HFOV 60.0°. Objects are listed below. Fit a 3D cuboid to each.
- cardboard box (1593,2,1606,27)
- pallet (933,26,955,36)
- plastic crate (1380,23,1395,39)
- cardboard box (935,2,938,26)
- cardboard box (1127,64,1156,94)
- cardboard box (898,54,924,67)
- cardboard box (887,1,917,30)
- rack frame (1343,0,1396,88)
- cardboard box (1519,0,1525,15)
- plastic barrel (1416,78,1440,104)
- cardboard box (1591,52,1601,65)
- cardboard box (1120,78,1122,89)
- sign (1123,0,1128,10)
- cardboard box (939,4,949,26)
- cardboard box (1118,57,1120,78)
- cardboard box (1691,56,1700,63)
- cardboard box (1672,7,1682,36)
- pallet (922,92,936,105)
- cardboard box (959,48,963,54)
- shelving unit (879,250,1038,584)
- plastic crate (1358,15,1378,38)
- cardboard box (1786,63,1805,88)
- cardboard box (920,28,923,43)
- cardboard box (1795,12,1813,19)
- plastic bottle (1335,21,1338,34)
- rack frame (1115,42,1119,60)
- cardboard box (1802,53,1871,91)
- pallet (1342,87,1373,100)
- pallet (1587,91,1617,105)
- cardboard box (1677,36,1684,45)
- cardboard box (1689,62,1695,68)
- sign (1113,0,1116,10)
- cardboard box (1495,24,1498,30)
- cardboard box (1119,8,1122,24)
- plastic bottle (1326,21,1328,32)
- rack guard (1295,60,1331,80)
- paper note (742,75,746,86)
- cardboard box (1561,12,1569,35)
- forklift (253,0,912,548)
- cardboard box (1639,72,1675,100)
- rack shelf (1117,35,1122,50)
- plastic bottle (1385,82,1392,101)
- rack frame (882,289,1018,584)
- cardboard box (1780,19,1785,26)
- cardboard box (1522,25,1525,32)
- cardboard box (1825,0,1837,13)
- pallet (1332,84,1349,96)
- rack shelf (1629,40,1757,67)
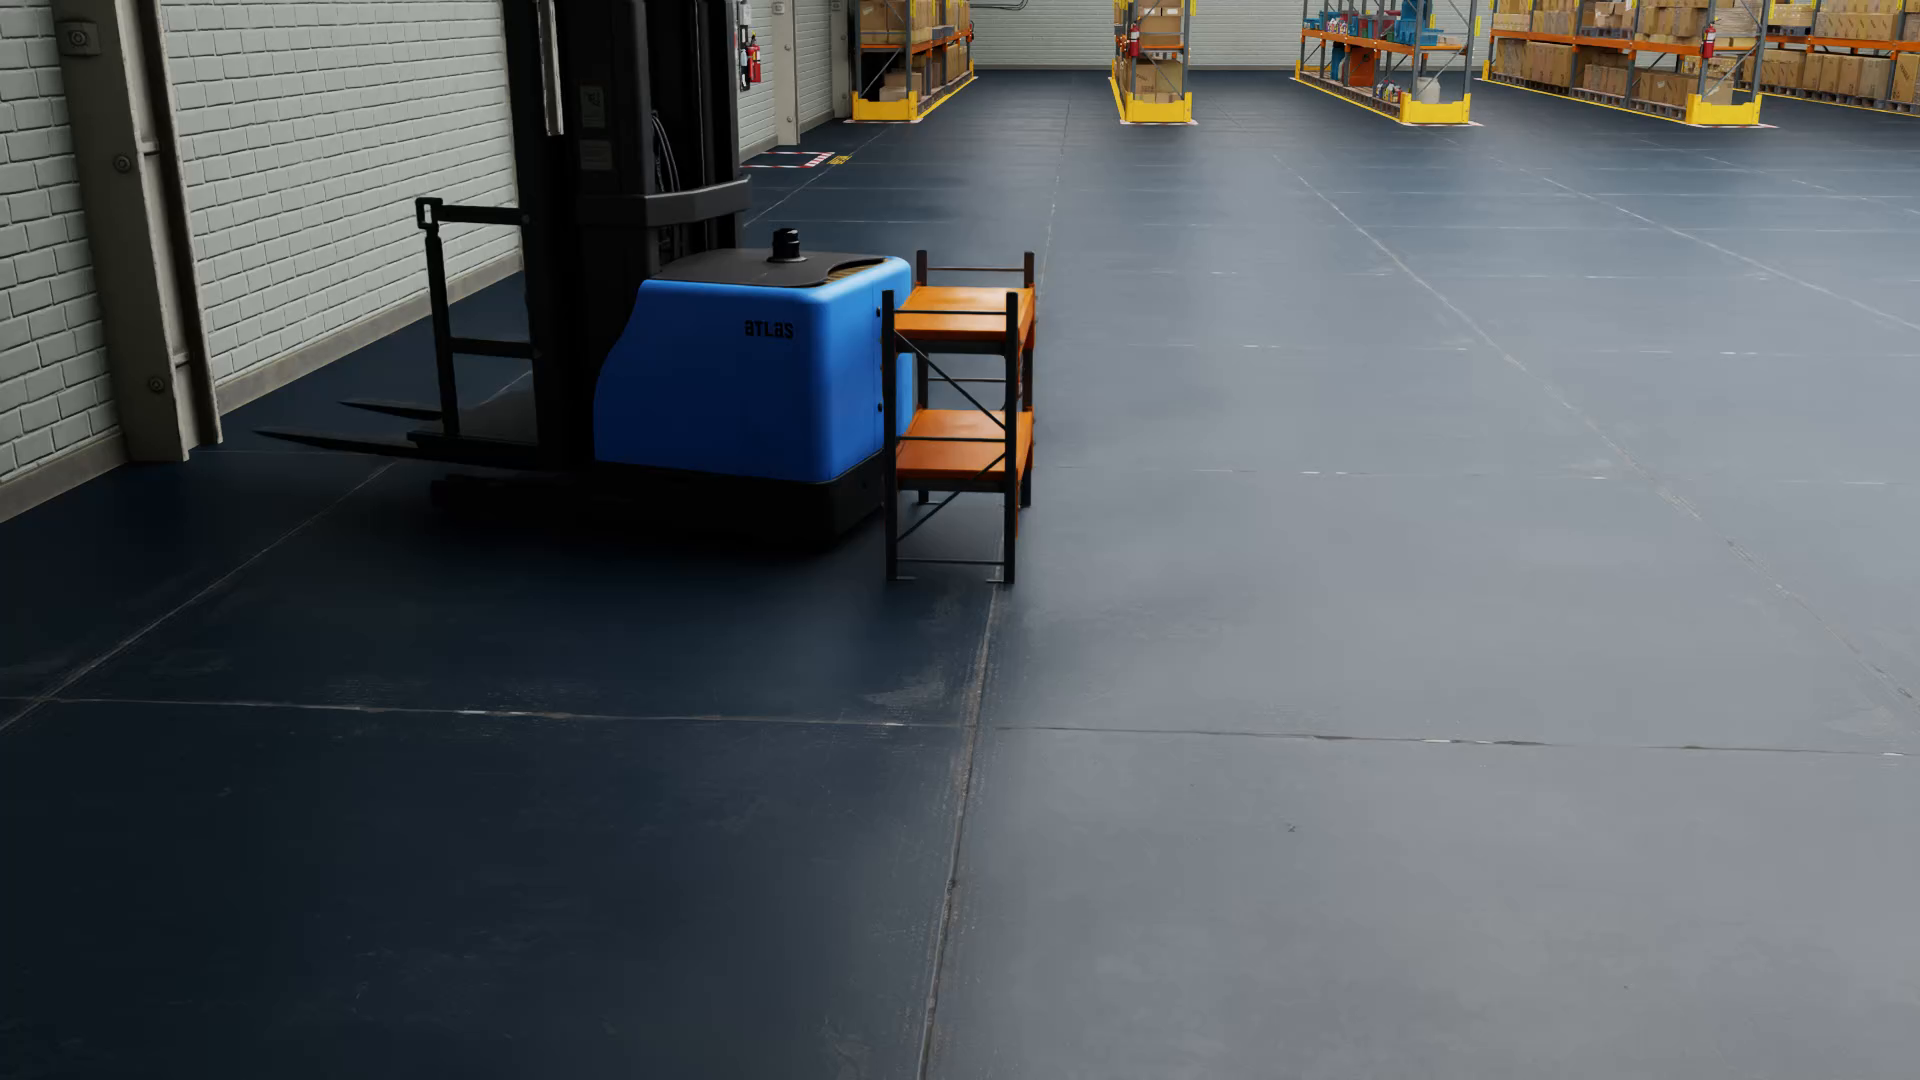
[{"bbox_3d":[14.015,-11.320,35.819,0.500,0.500,0.500,-1,18,-3],"label":"cardboard box"},{"bbox_3d":[-0.753,-11.259,36.774,1.213,0.211,1.003,1,18,4],"label":"pallet"},{"bbox_3d":[8.622,-9.921,32.483,0.767,0.338,0.504,1,18,4],"label":"plastic crate"},{"bbox_3d":[-0.845,-11.510,36.365,0.700,0.500,0.500,0,18,-1],"label":"cardboard box"},{"bbox_3d":[3.301,-8.402,30.285,0.500,0.500,0.500,1,18,4],"label":"cardboard box"},{"bbox_3d":[-1.030,-10.075,34.956,0.500,0.250,0.500,1,18,3],"label":"cardboard box"},{"bbox_3d":[-1.048,-9.525,30.180,0.500,0.500,0.500,1,18,4],"label":"cardboard box"},{"bbox_3d":[9.074,-11.353,36.752,1.000,3.000,0.127,1,18,4],"label":"rack frame"},{"bbox_3d":[14.107,-13.215,40.995,0.500,0.500,0.500,1,18,4],"label":"cardboard box"},{"bbox_3d":[8.471,-8.091,30.120,0.421,0.512,0.421,0,18,0],"label":"plastic barrel"},{"bbox_3d":[13.996,-10.411,35.981,0.500,0.250,0.500,2,18,6],"label":"cardboard box"},{"bbox_3d":[3.736,-9.883,36.010,0.500,0.250,0.500,1,18,2],"label":"cardboard box"},{"bbox_3d":[3.305,-10.744,33.161,0.100,0.325,0.005,1,18,4],"label":"sign"},{"bbox_3d":[-0.518,-11.917,37.805,0.500,0.500,0.500,2,18,6],"label":"cardboard box"},{"bbox_3d":[4.142,-11.583,40.763,0.500,0.500,0.500,0,18,1],"label":"cardboard box"},{"bbox_3d":[19.105,-12.393,42.876,0.380,0.149,0.250,1,18,4],"label":"cardboard box"},{"bbox_3d":[13.502,-9.429,30.242,0.875,0.500,0.500,1,18,4],"label":"cardboard box"},{"bbox_3d":[-1.040,-9.248,34.808,1.003,0.211,1.213,1,18,4],"label":"pallet"},{"bbox_3d":[-0.122,-12.630,42.950,0.380,0.149,0.250,1,18,2],"label":"cardboard box"},{"bbox_3d":[0.014,-0.534,6.747,0.538,1.125,1.048,2,18,5],"label":"shelving unit"},{"bbox_3d":[8.652,-10.888,35.231,0.402,0.464,0.583,1,18,4],"label":"plastic crate"},{"bbox_3d":[18.740,-10.322,36.946,0.500,0.500,0.500,1,18,4],"label":"cardboard box"},{"bbox_3d":[-0.964,-9.491,31.281,0.500,0.250,0.500,1,18,3],"label":"cardboard box"},{"bbox_3d":[18.535,-11.485,36.407,0.380,0.149,0.250,2,18,5],"label":"cardboard box"},{"bbox_3d":[8.821,-11.973,38.853,0.097,0.271,0.097,0,18,0],"label":"plastic bottle"},{"bbox_3d":[4.707,-13.949,44.676,1.000,3.000,0.127,1,18,4],"label":"rack frame"},{"bbox_3d":[18.820,-10.043,35.695,1.050,0.750,0.750,1,18,3],"label":"cardboard box"},{"bbox_3d":[8.979,-9.788,36.454,1.003,0.211,1.213,1,18,4],"label":"pallet"},{"bbox_3d":[13.866,-9.296,34.955,1.003,0.211,1.213,1,18,4],"label":"pallet"},{"bbox_3d":[13.328,-9.120,30.341,0.380,0.149,0.250,1,18,4],"label":"cardboard box"},{"bbox_3d":[19.158,-12.330,43.161,0.380,0.149,0.250,1,18,4],"label":"cardboard box"},{"bbox_3d":[4.165,-14.372,44.578,0.100,0.325,0.005,1,18,4],"label":"sign"},{"bbox_3d":[14.216,-13.425,43.479,0.380,0.149,0.250,1,18,3],"label":"cardboard box"},{"bbox_3d":[4.177,-12.597,39.713,0.700,0.500,0.500,4,19,13],"label":"cardboard box"},{"bbox_3d":[8.908,-12.435,40.243,0.061,0.283,0.133,1,18,4],"label":"plastic bottle"},{"bbox_3d":[9.636,-12.657,44.747,1.175,0.500,0.348,1,18,4],"label":"rack guard"},{"bbox_3d":[-2.921,-6.224,22.514,0.016,0.148,0.142,1,18,4],"label":"paper note"},{"bbox_3d":[13.844,-11.603,37.356,0.500,0.500,0.500,1,18,3],"label":"cardboard box"},{"bbox_3d":[-1.771,-1.626,7.179,3.031,2.935,1.130,7,19,19],"label":"forklift"},{"bbox_3d":[13.658,-8.888,32.571,0.500,0.500,0.500,1,18,2],"label":"cardboard box"},{"bbox_3d":[4.277,-11.744,39.101,1.077,0.370,4.000,1,18,4],"label":"rack shelf"},{"bbox_3d":[8.271,-8.628,31.986,0.144,0.351,0.185,1,18,3],"label":"plastic bottle"},{"bbox_3d":[-0.037,-0.377,6.266,0.500,1.125,0.032,2,18,5],"label":"rack frame"},{"bbox_3d":[18.590,-11.578,37.168,0.380,0.149,0.250,1,18,3],"label":"cardboard box"},{"bbox_3d":[14.014,-12.547,40.801,0.380,0.149,0.250,2,18,5],"label":"cardboard box"},{"bbox_3d":[18.912,-11.483,35.385,0.700,0.500,0.500,1,18,4],"label":"cardboard box"},{"bbox_3d":[9.088,-10.273,37.936,1.003,0.211,1.213,1,18,4],"label":"pallet"},{"bbox_3d":[13.584,-9.037,30.839,1.077,0.370,4.000,1,18,4],"label":"rack shelf"}]
